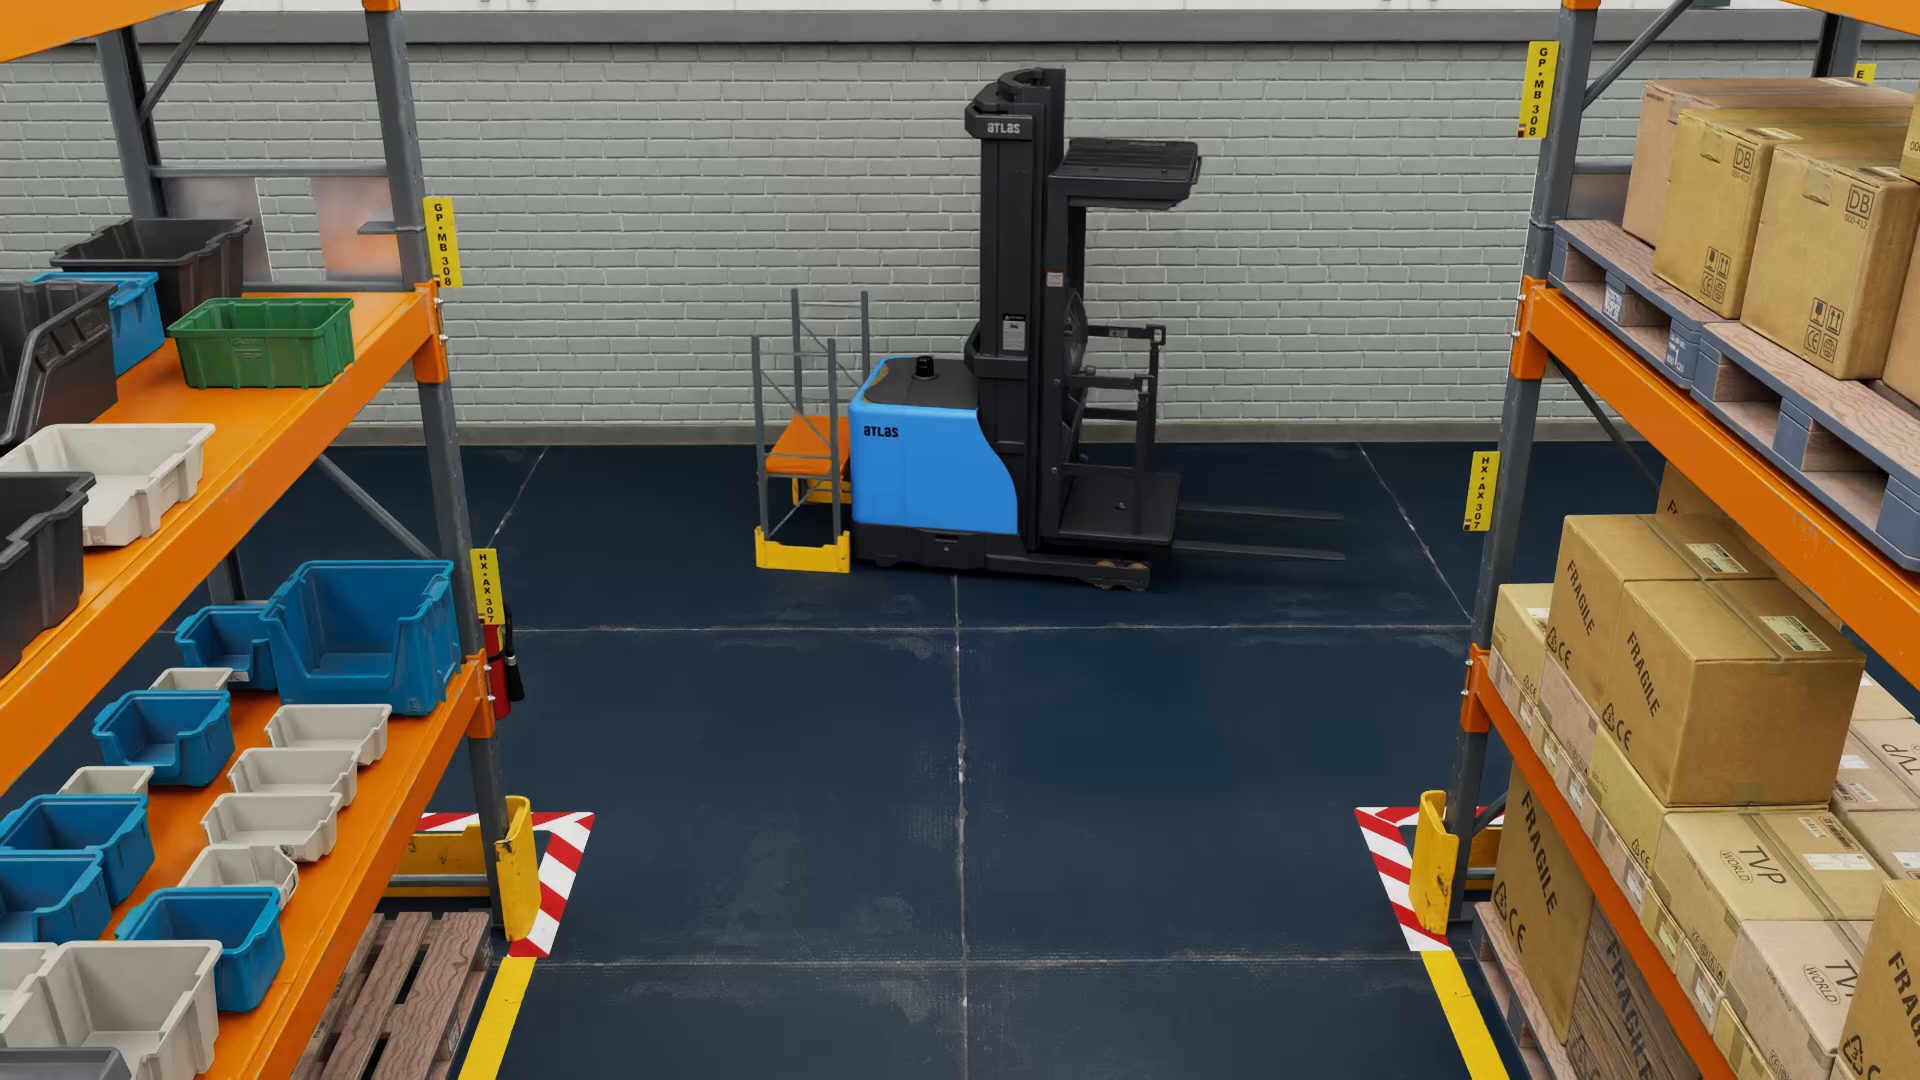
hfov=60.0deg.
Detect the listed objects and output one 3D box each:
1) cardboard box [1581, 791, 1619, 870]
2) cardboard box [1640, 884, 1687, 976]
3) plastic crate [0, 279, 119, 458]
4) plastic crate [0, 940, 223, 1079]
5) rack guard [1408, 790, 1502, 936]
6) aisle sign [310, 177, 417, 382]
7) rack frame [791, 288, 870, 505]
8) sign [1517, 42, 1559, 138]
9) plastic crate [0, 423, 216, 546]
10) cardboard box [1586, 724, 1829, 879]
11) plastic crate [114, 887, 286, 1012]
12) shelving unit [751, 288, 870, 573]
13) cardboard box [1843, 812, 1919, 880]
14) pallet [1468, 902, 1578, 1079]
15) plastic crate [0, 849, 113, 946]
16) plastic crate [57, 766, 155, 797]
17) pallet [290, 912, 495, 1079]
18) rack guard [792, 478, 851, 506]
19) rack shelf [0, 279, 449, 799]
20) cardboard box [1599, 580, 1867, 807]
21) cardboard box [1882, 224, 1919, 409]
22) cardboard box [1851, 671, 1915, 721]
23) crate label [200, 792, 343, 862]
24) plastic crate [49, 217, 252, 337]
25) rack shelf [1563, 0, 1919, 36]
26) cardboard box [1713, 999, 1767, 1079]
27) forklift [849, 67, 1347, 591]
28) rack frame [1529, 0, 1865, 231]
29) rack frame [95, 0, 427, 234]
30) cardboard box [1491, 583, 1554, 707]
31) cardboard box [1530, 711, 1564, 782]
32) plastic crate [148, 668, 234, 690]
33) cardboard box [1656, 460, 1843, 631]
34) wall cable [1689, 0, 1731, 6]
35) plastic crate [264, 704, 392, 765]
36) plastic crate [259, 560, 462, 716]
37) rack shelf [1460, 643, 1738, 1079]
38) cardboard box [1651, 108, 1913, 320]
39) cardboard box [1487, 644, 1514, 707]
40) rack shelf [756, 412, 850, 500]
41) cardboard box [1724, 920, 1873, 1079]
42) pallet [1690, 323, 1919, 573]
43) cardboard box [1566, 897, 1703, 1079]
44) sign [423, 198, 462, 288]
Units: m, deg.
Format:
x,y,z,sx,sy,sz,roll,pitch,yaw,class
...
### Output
x,y,z,sx,sy,sz,roll,pitch,yaw,class
2.241,0.931,5.357,0.380,0.149,0.250,-1,24,-2,cardboard box
2.246,1.141,4.892,0.380,0.149,0.250,-1,24,-2,cardboard box
-2.657,-0.440,4.519,0.504,0.338,0.767,0,24,-1,plastic crate
-2.187,1.312,4.280,0.437,0.282,0.530,0,24,-1,plastic crate
2.554,1.374,7.105,1.175,0.500,0.348,0,24,-1,rack guard
-2.106,-0.948,6.052,0.394,0.787,0.004,0,24,-1,aisle sign
-0.838,-0.918,10.961,0.500,1.500,0.032,3,25,7,rack frame
1.999,-1.556,5.754,0.100,0.325,0.005,0,24,-1,sign
-2.128,-0.129,4.075,0.437,0.136,0.530,0,24,-1,plastic crate
2.304,0.798,5.166,0.500,0.250,0.500,-1,24,-2,cardboard box
-2.120,1.161,4.673,0.416,0.233,0.300,0,24,-1,plastic crate
-0.907,-0.715,10.510,0.587,1.500,1.083,3,25,7,shelving unit
2.845,1.010,4.699,0.500,0.250,0.500,0,24,0,cardboard box
2.641,1.845,6.415,1.003,0.211,1.213,0,24,-1,pallet
-2.707,1.086,4.840,0.416,0.233,0.300,0,24,-1,plastic crate
-2.797,0.875,5.422,0.250,0.136,0.298,0,24,-1,plastic crate
-2.428,1.878,6.342,1.003,0.211,1.213,0,24,-1,pallet
-0.838,-0.348,11.217,0.587,0.250,0.087,3,25,7,rack guard
-2.377,0.052,4.227,1.077,0.370,4.000,0,24,-1,rack shelf
2.307,0.455,5.016,0.500,0.500,0.500,-1,24,-2,cardboard box
2.664,-0.516,3.858,0.700,0.500,0.500,1,24,2,cardboard box
2.830,0.585,5.637,0.500,0.250,0.500,-1,24,-1,cardboard box
-2.192,0.929,5.302,0.396,0.136,0.243,0,24,-1,crate label
-2.673,-0.880,5.574,0.497,0.269,0.590,0,24,-1,plastic crate
2.576,-1.154,3.740,1.077,0.370,4.000,0,24,-1,rack shelf
2.253,1.354,4.421,0.380,0.149,0.250,-1,24,-1,cardboard box
0.882,-1.262,9.984,3.031,2.935,1.130,4,25,9,forklift
2.554,-2.488,5.332,1.000,3.000,0.127,0,24,-1,rack frame
-2.398,-2.466,5.283,1.000,3.000,0.127,0,24,-1,rack frame
2.290,0.377,6.098,0.500,0.250,0.500,-1,24,-2,cardboard box
2.236,0.718,5.826,0.380,0.149,0.250,-1,24,-2,cardboard box
-2.804,0.596,6.040,0.250,0.136,0.298,0,24,-1,plastic crate
2.822,0.036,5.942,0.500,0.500,0.500,0,24,0,cardboard box
5.939,-6.300,9.855,2.277,5.999,0.120,0,24,-1,wall cable
-2.208,0.695,5.820,0.396,0.136,0.243,0,24,-1,plastic crate
-2.208,0.361,6.196,0.616,0.435,0.499,0,24,-1,plastic crate
2.576,1.397,4.894,1.077,0.370,4.000,0,24,-1,rack shelf
2.499,-0.958,4.835,0.700,0.500,0.500,-1,24,-2,cardboard box
2.228,0.507,6.293,0.380,0.149,0.250,0,24,0,cardboard box
-0.908,-0.547,10.576,0.538,0.185,1.000,3,25,7,rack shelf
2.317,1.222,4.230,0.500,0.250,0.500,0,24,1,cardboard box
2.589,-0.272,4.178,1.003,0.211,1.213,0,24,-1,pallet
2.651,1.660,5.508,0.875,0.875,0.875,0,24,-1,cardboard box
-1.849,-1.061,5.943,0.100,0.325,0.005,0,24,-1,sign
